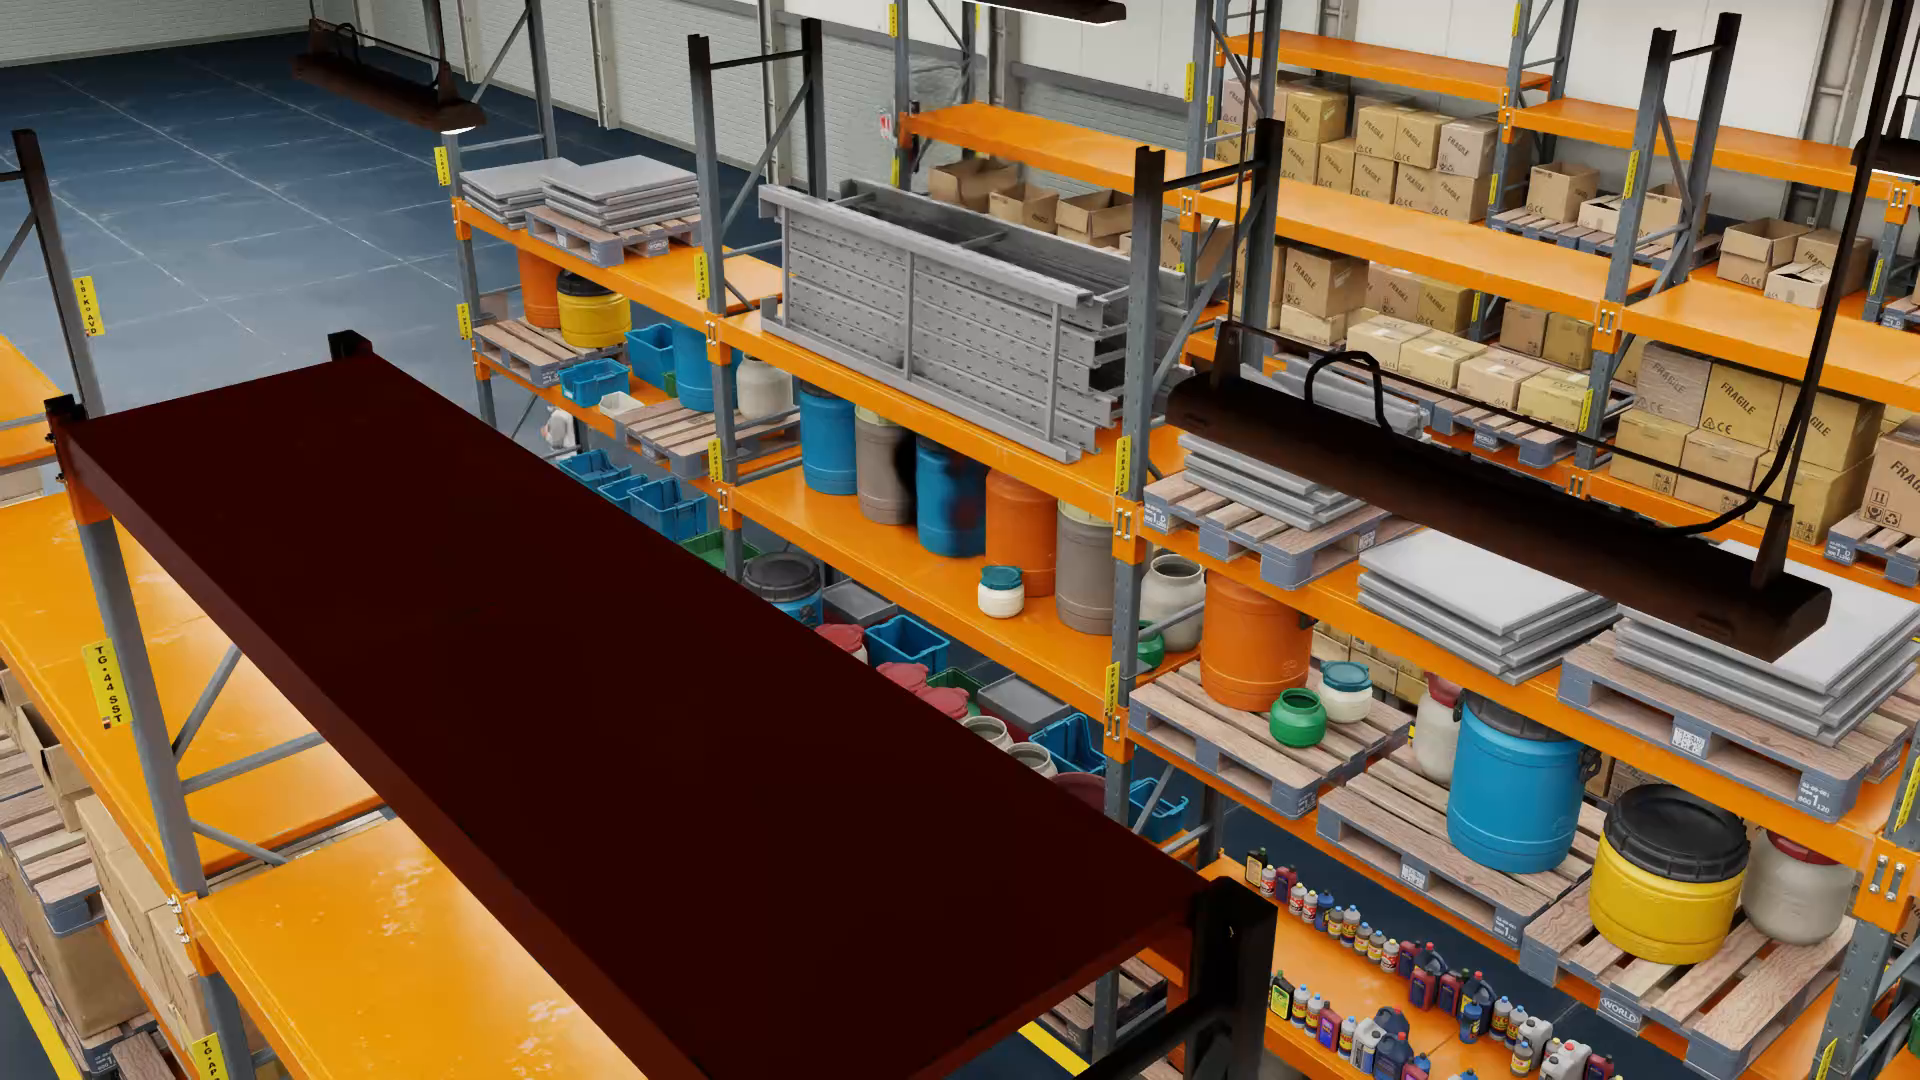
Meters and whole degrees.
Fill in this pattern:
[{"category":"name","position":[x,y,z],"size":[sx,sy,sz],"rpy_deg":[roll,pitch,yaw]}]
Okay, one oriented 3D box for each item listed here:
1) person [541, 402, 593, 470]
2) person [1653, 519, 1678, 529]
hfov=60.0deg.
[{"category":"person","position":[-4.027,-0.859,17.348],"size":[0.855,1.798,0.689],"rpy_deg":[4,27,9]},{"category":"person","position":[6.049,0.474,14.690],"size":[0.664,1.739,0.603],"rpy_deg":[-24,35,-39]}]
